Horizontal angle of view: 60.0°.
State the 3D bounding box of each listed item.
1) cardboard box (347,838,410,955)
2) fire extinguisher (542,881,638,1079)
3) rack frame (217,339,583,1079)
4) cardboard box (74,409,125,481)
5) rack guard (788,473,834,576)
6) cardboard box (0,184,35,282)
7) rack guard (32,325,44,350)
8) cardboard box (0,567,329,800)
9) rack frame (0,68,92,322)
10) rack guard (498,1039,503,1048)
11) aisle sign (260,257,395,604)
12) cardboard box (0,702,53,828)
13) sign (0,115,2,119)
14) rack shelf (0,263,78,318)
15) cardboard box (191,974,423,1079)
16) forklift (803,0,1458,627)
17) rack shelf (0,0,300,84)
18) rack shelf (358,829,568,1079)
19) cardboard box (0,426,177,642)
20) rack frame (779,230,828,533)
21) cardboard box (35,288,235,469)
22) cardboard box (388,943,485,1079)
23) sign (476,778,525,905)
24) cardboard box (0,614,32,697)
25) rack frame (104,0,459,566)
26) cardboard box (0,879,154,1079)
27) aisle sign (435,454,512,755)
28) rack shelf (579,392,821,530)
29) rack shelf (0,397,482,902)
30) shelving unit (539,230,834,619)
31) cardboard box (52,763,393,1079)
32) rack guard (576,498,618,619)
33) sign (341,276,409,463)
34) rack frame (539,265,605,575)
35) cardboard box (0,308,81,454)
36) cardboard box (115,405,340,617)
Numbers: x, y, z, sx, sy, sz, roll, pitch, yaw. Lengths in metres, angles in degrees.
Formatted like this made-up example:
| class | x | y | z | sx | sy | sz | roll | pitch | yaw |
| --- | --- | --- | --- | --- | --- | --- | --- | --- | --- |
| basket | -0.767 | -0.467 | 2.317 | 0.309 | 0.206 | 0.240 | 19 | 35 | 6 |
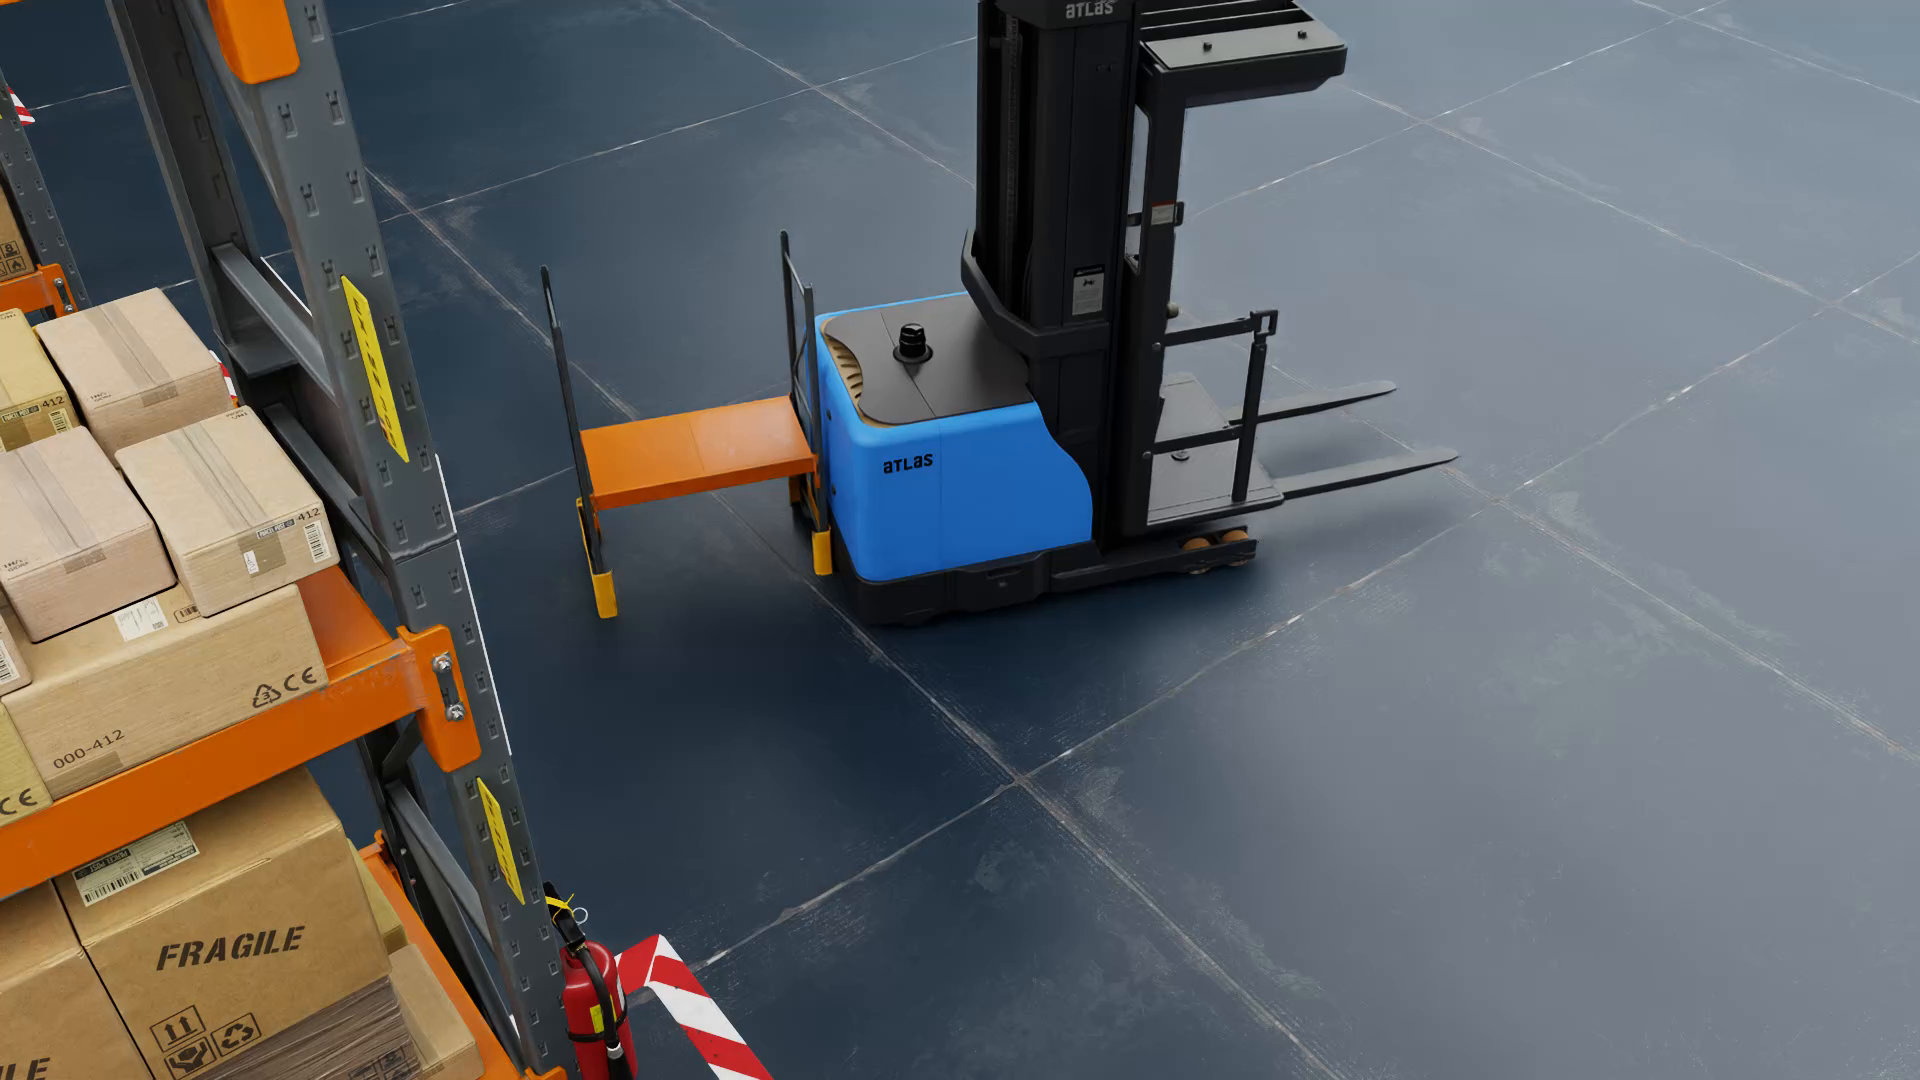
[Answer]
| class | x | y | z | sx | sy | sz | roll | pitch | yaw |
| --- | --- | --- | --- | --- | --- | --- | --- | --- | --- |
| cardboard box | -1.677 | 1.019 | 4.474 | 0.250 | 0.149 | 0.380 | -26 | 46 | -28 |
| fire extinguisher | -0.934 | 1.149 | 4.179 | 0.183 | 0.674 | 0.296 | -26 | 46 | -28 |
| rack frame | -1.306 | 0.932 | 4.383 | 0.127 | 3.000 | 1.000 | -26 | 46 | -28 |
| cardboard box | -1.846 | -0.114 | 3.411 | 0.500 | 0.250 | 0.500 | -25 | 45 | -27 |
| rack guard | -0.706 | -0.112 | 7.823 | 0.087 | 0.250 | 0.587 | -11 | 41 | -13 |
| cardboard box | -4.515 | -1.494 | 7.221 | 0.550 | 0.550 | 0.875 | -26 | 46 | -28 |
| rack guard | -4.229 | -0.645 | 8.275 | 0.348 | 0.500 | 1.175 | -26 | 46 | -28 |
| cardboard box | -1.534 | 0.144 | 3.096 | 0.500 | 0.250 | 0.500 | -25 | 45 | -27 |
| rack frame | -4.248 | -1.602 | 7.471 | 0.127 | 3.000 | 1.000 | -26 | 46 | -28 |
| rack guard | -1.366 | 1.927 | 5.140 | 0.348 | 0.500 | 1.175 | -26 | 46 | -28 |
| aisle sign | -1.440 | -0.248 | 3.771 | 0.004 | 0.787 | 0.394 | -26 | 46 | -28 |
| cardboard box | -1.928 | 0.338 | 2.859 | 0.500 | 0.250 | 0.500 | -26 | 46 | -28 |
| sign | -3.929 | -1.863 | 6.689 | 0.005 | 0.325 | 0.100 | -26 | 46 | -28 |
| rack shelf | -5.834 | -0.551 | 6.757 | 4.000 | 0.370 | 1.077 | -26 | 46 | -28 |
| cardboard box | -1.759 | 0.977 | 4.014 | 0.500 | 0.500 | 0.875 | -26 | 46 | -28 |
| forklift | 0.865 | -1.285 | 7.140 | 3.031 | 2.935 | 1.130 | -11 | 41 | -13 |
| rack shelf | -2.892 | -0.335 | 1.767 | 4.000 | 0.370 | 1.077 | -26 | 46 | -28 |
| rack shelf | -2.892 | 1.983 | 3.669 | 4.000 | 0.370 | 1.077 | -26 | 46 | -28 |
| cardboard box | -1.614 | -0.018 | 2.980 | 0.250 | 0.149 | 0.380 | -28 | 47 | -29 |
| rack frame | -0.688 | -0.599 | 7.431 | 0.032 | 1.500 | 0.500 | -11 | 41 | -13 |
| cardboard box | -1.665 | -0.334 | 3.365 | 0.250 | 0.149 | 0.380 | -26 | 46 | -28 |
| cardboard box | -1.406 | 1.243 | 4.202 | 0.250 | 0.149 | 0.380 | -26 | 46 | -28 |
| sign | -0.984 | 0.649 | 3.566 | 0.005 | 0.325 | 0.100 | -26 | 46 | -28 |
| cardboard box | -1.764 | 0.142 | 2.784 | 0.250 | 0.149 | 0.380 | -28 | 47 | -30 |
| rack frame | -1.306 | -1.388 | 2.480 | 0.127 | 3.000 | 1.000 | -26 | 46 | -28 |
| cardboard box | -1.985 | 0.924 | 3.290 | 0.500 | 0.500 | 0.500 | -26 | 46 | -28 |
| aisle sign | -1.074 | 0.053 | 3.404 | 0.004 | 0.787 | 0.394 | -26 | 46 | -28 |
| rack shelf | -1.174 | -0.365 | 7.430 | 1.000 | 0.185 | 0.538 | -11 | 41 | -13 |
| rack shelf | -2.892 | 0.823 | 2.717 | 4.000 | 0.370 | 1.077 | -26 | 46 | -28 |
| shelving unit | -1.182 | -0.502 | 7.313 | 1.083 | 1.500 | 0.587 | -11 | 41 | -13 |
| cardboard box | -1.592 | 0.728 | 3.529 | 0.500 | 0.500 | 0.500 | -26 | 46 | -28 |
| rack guard | -1.658 | 0.074 | 7.596 | 0.087 | 0.250 | 0.587 | -11 | 41 | -13 |
| sign | -0.984 | -0.284 | 2.801 | 0.005 | 0.325 | 0.100 | -26 | 46 | -28 |
| rack frame | -1.659 | -0.409 | 7.199 | 0.032 | 1.500 | 0.500 | -11 | 41 | -13 |
| cardboard box | -1.930 | -0.283 | 3.302 | 0.250 | 0.149 | 0.380 | -25 | 45 | -27 |
| cardboard box | -1.336 | -0.060 | 3.030 | 0.250 | 0.149 | 0.380 | -26 | 46 | -28 |
